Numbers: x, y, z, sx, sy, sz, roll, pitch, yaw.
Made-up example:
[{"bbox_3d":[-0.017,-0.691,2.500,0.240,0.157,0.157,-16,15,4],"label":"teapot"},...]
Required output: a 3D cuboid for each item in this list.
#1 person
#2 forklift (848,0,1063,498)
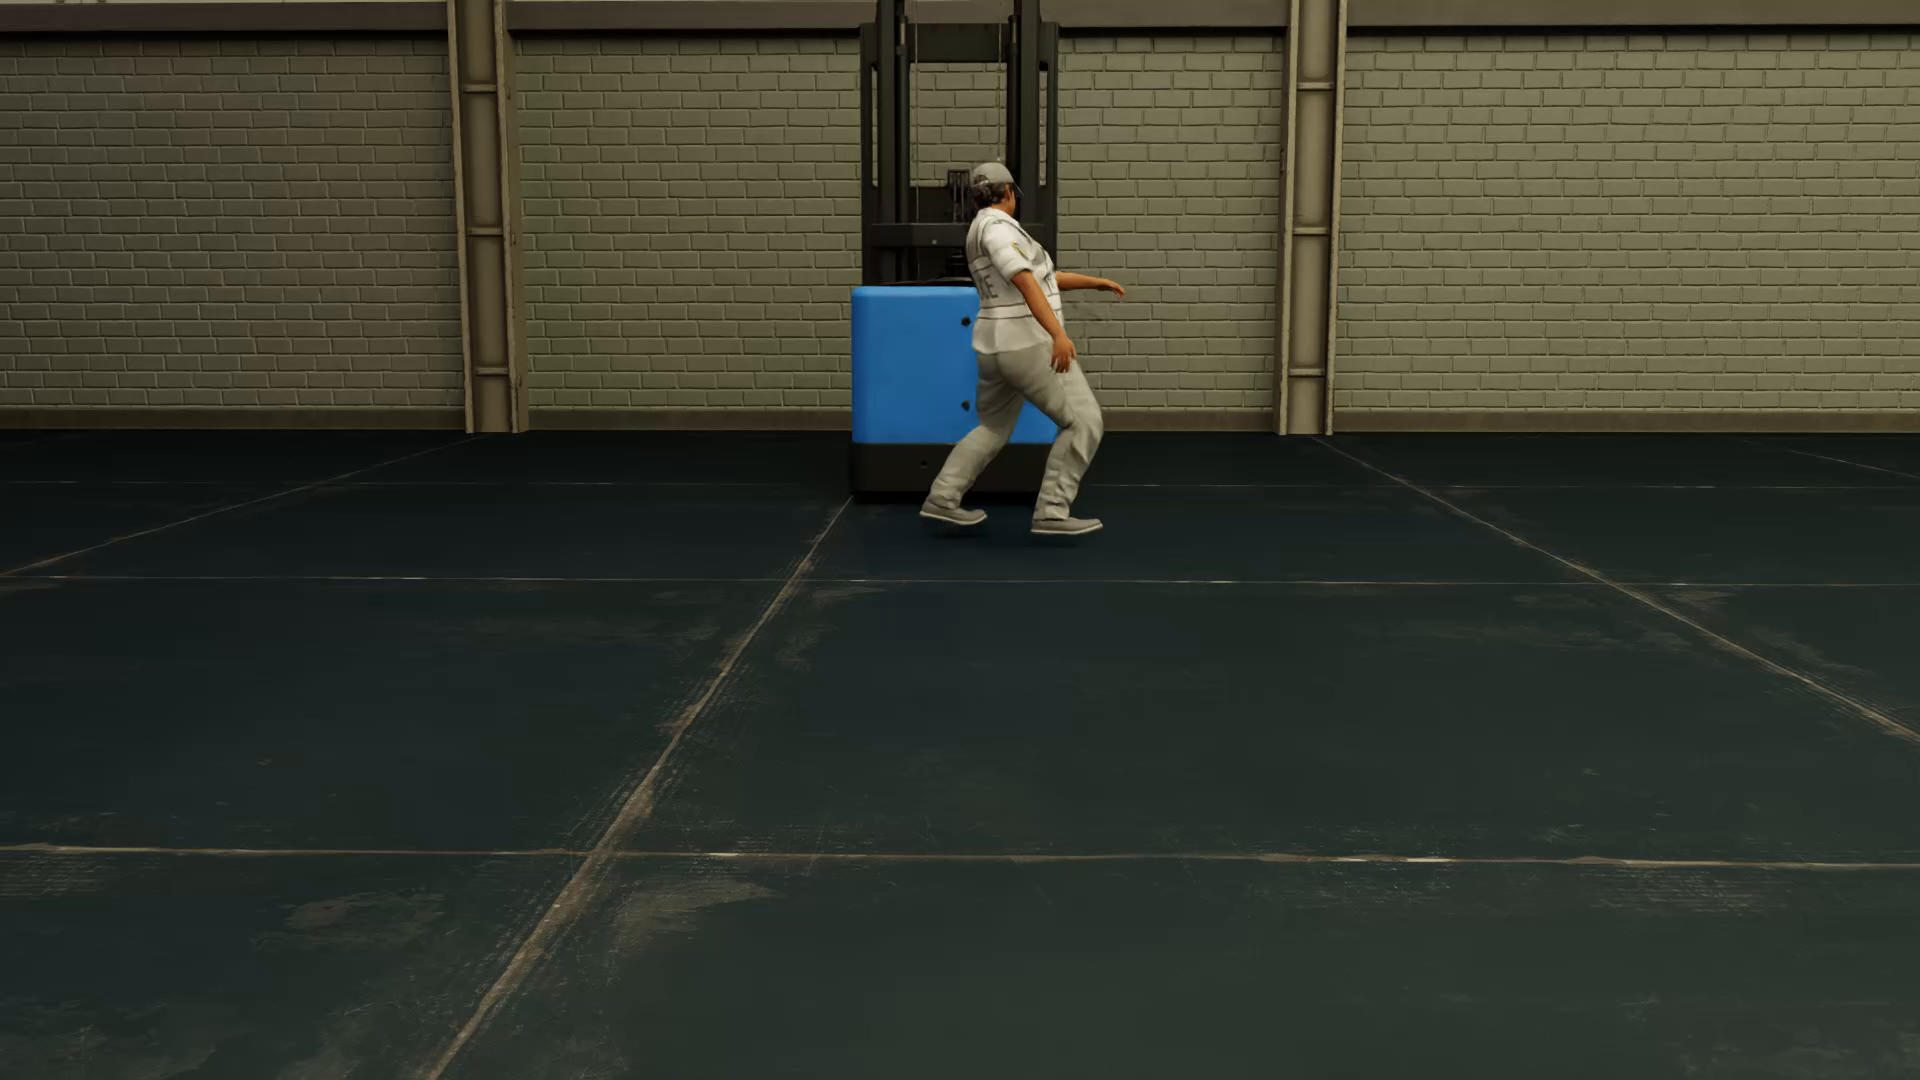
[{"bbox_3d":[0.321,-0.806,6.987,0.816,1.544,0.731,-4,9,-22],"label":"person"},{"bbox_3d":[0.001,-1.843,9.488,1.130,2.935,3.031,0,9,1],"label":"forklift"}]
